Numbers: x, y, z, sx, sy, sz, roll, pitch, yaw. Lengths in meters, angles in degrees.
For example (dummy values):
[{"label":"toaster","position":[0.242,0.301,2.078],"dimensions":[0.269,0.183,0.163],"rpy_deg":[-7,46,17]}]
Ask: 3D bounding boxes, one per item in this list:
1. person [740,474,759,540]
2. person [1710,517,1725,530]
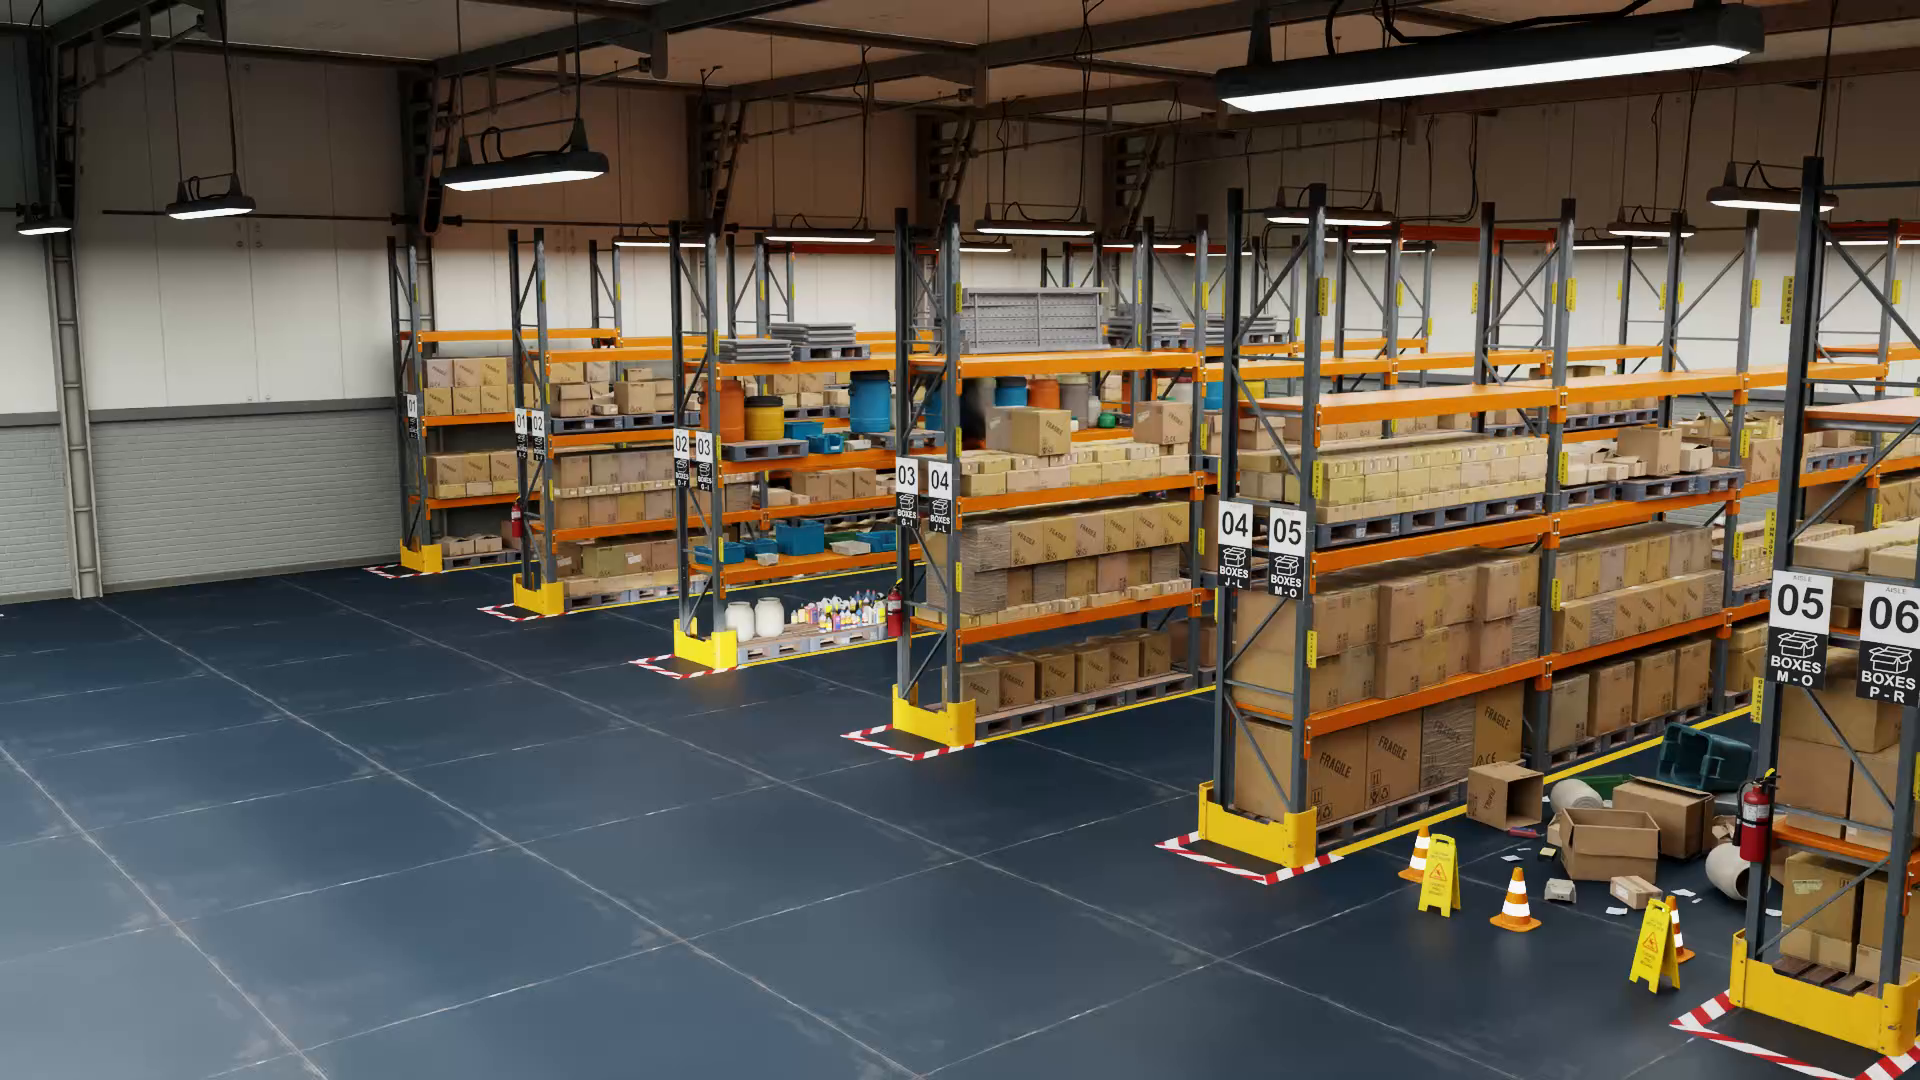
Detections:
[{"label":"person","position":[-3.885,-0.437,30.983],"dimensions":[0.632,1.749,0.664],"rpy_deg":[-7,11,-36]},{"label":"person","position":[11.325,0.516,24.816],"dimensions":[0.631,1.734,0.691],"rpy_deg":[-7,11,-40]}]
